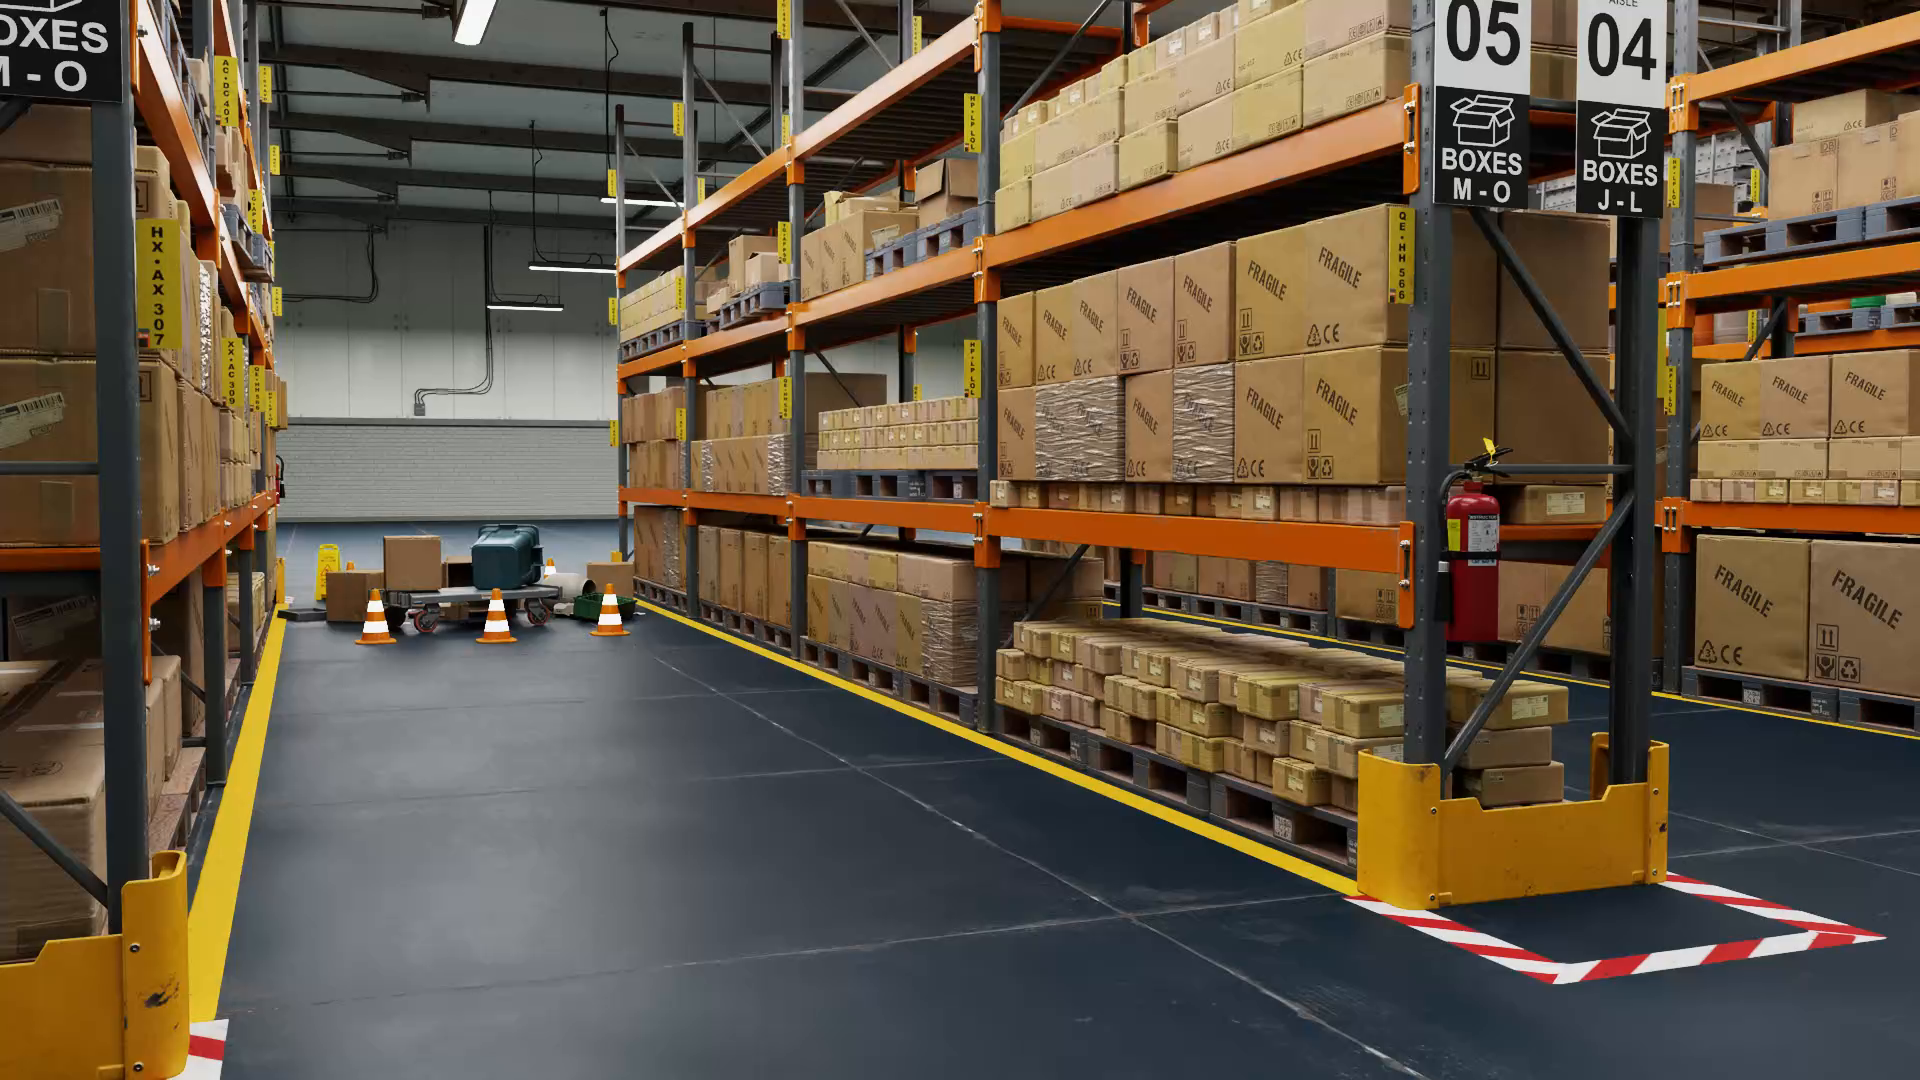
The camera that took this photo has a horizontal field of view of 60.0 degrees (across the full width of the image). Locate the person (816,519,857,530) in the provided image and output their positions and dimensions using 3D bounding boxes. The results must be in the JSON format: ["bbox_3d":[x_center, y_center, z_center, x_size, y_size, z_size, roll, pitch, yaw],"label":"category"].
[{"bbox_3d":[-1.455,-0.133,19.583,0.457,1.726,0.578,-1,3,-28],"label":"person"}]
